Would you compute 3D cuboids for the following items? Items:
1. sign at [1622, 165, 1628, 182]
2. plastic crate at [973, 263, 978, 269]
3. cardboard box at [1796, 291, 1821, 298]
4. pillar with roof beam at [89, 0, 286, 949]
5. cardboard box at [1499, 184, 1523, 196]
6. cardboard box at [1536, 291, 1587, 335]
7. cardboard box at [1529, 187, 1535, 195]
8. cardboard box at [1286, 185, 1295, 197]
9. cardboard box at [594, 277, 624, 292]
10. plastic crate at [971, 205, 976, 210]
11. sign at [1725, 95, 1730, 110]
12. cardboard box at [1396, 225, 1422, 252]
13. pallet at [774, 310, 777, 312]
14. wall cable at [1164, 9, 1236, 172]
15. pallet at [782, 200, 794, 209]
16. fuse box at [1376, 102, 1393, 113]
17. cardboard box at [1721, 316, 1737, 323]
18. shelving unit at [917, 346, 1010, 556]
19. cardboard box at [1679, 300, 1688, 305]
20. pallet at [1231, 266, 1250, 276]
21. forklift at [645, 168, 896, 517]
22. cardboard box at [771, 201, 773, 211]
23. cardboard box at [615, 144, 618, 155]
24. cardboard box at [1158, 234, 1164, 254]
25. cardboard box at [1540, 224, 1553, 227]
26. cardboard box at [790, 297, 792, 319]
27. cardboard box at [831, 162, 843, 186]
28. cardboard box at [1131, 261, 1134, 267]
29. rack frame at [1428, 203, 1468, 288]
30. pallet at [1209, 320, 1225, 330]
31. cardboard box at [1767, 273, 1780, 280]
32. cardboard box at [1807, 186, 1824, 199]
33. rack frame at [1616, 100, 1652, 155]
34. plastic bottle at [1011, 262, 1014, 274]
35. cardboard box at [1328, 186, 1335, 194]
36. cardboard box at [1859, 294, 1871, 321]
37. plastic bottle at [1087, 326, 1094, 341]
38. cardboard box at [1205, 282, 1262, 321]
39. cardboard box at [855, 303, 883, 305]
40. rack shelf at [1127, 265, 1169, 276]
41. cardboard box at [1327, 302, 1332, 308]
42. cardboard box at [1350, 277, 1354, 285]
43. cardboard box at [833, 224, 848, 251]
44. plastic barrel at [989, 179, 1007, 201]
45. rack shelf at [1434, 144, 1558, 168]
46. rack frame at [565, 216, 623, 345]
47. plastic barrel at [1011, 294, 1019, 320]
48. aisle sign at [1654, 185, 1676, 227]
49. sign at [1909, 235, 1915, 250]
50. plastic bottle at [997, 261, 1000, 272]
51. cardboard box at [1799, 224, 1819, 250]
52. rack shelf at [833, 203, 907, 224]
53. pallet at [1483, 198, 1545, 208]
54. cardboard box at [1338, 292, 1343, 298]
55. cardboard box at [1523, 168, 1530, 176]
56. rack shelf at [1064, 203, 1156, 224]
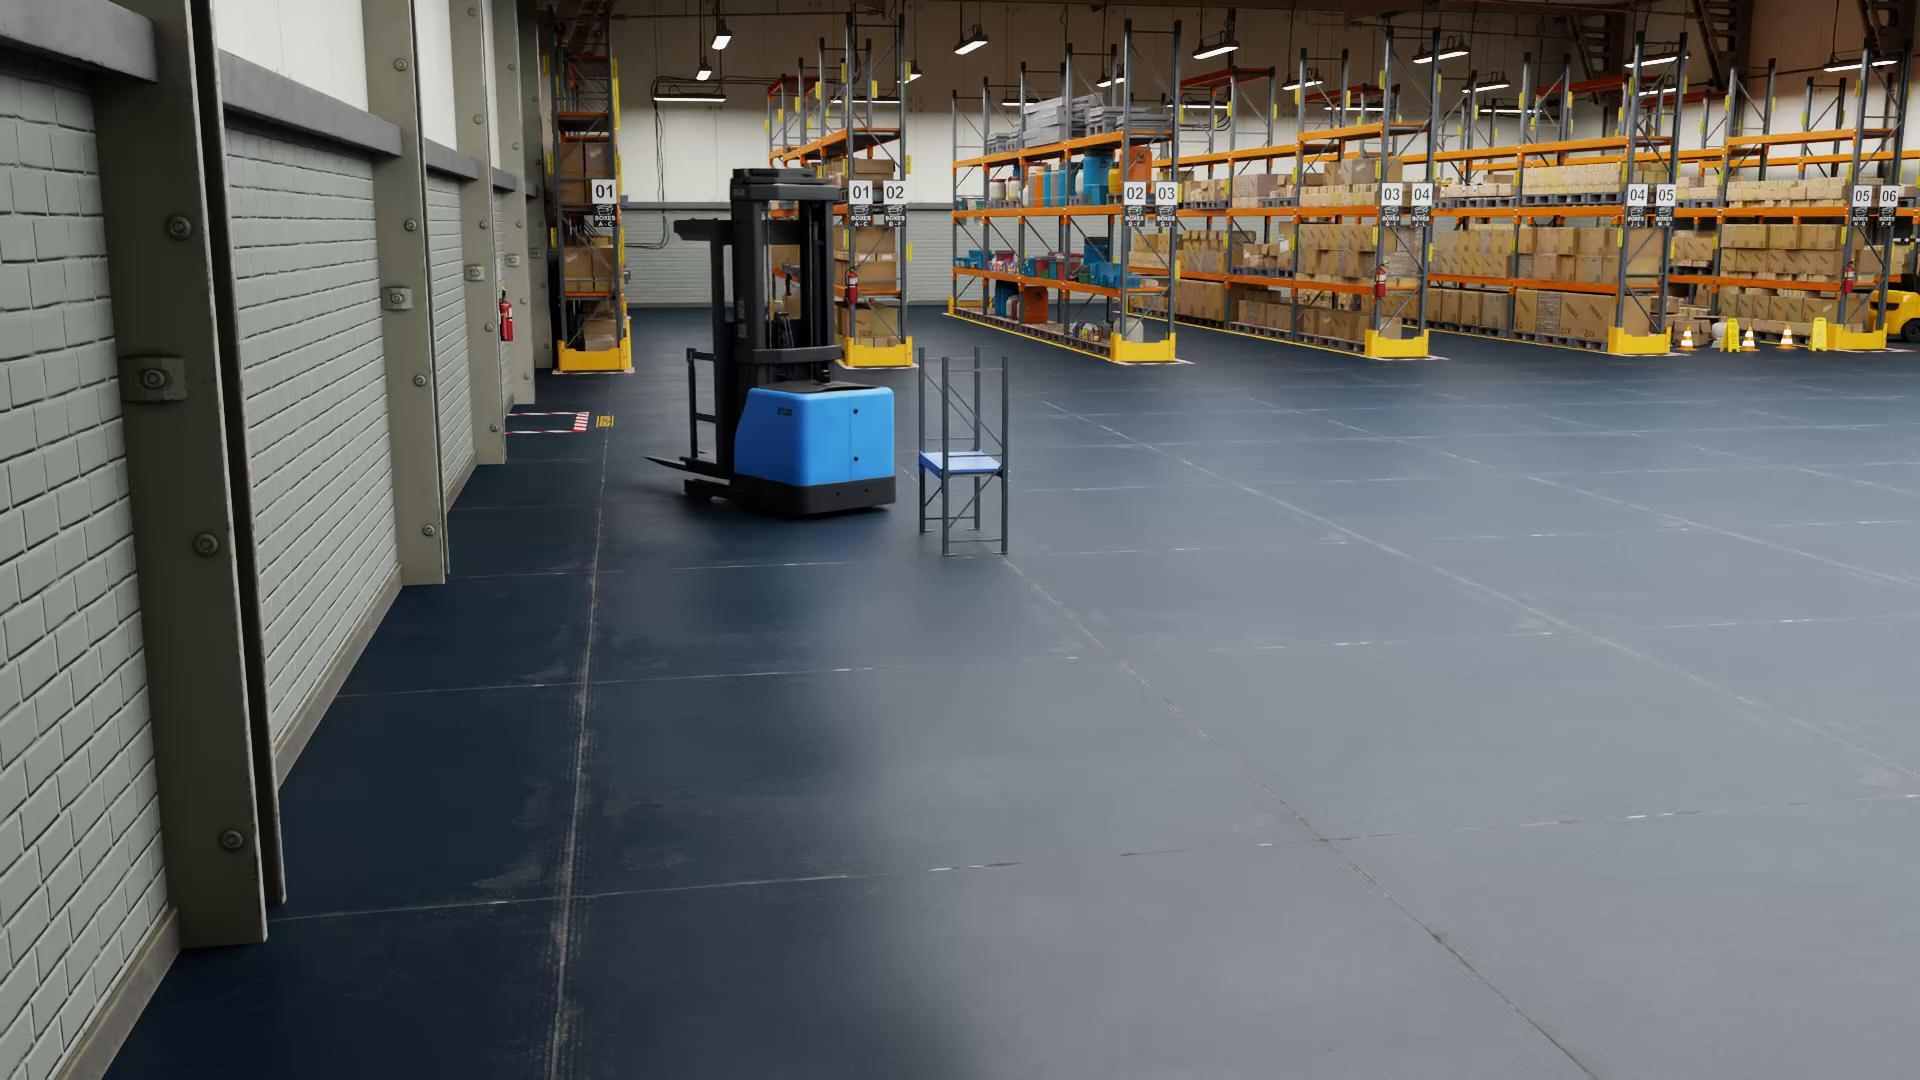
[{"bbox_3d":[12.621,-6.958,31.554,0.100,0.325,0.005,-2,11,-11],"label":"sign"},{"bbox_3d":[0.598,-7.055,42.815,0.437,0.125,0.590,-2,11,-11],"label":"plastic crate"},{"bbox_3d":[17.443,-5.049,34.194,0.380,0.149,0.250,-2,11,-9],"label":"cardboard box"},{"bbox_3d":[1.601,-3.203,5.955,9.100,9.000,0.400,-2,11,-11],"label":"pillar with roof beam"},{"bbox_3d":[12.084,-7.619,36.190,0.500,0.250,0.500,-2,11,-10],"label":"cardboard box"},{"bbox_3d":[12.611,-4.719,34.527,0.875,0.875,0.875,-2,11,-11],"label":"cardboard box"},{"bbox_3d":[12.168,-7.319,34.884,0.380,0.149,0.250,-2,11,-11],"label":"cardboard box"},{"bbox_3d":[7.212,-7.460,35.584,0.396,0.266,0.258,-2,11,-9],"label":"cardboard box"},{"bbox_3d":[-6.088,-4.441,28.854,0.500,0.250,0.500,-2,11,-13],"label":"cardboard box"},{"bbox_3d":[0.458,-8.528,42.664,0.293,0.136,0.466,-2,11,-11],"label":"plastic crate"},{"bbox_3d":[16.671,-9.501,36.123,0.100,0.325,0.005,-2,11,-11],"label":"sign"},{"bbox_3d":[8.432,-5.741,31.602,0.500,0.500,0.500,-2,11,-11],"label":"cardboard box"},{"bbox_3d":[-4.388,-5.989,44.098,1.003,0.211,1.213,-2,11,-11],"label":"pallet"},{"bbox_3d":[7.441,-13.568,51.813,2.277,5.999,0.120,-2,11,-11],"label":"wall cable"},{"bbox_3d":[-3.518,-7.854,38.921,1.213,0.211,1.003,-2,11,-11],"label":"pallet"},{"bbox_3d":[13.518,-13.777,52.956,0.513,0.334,0.176,-2,11,-11],"label":"fuse box"},{"bbox_3d":[17.064,-4.776,36.496,0.500,0.250,0.500,-3,11,-14],"label":"cardboard box"},{"bbox_3d":[0.017,-0.721,12.974,0.538,1.500,1.048,-2,11,-11],"label":"shelving unit"},{"bbox_3d":[20.130,-6.584,46.267,0.380,0.149,0.250,-2,11,-13],"label":"cardboard box"},{"bbox_3d":[6.959,-6.190,38.211,1.213,0.211,1.003,-2,11,-11],"label":"pallet"},{"bbox_3d":[-1.879,-1.856,15.110,1.130,2.935,3.031,-9,14,-38],"label":"forklift"},{"bbox_3d":[-4.708,-8.815,43.869,0.500,0.250,0.500,-2,11,-11],"label":"cardboard box"},{"bbox_3d":[-6.190,-6.601,28.836,0.500,0.500,0.500,-2,11,-12],"label":"cardboard box"},{"bbox_3d":[5.492,-7.752,43.505,0.500,0.500,0.500,-2,11,-10],"label":"cardboard box"},{"bbox_3d":[15.851,-8.432,44.797,0.380,0.149,0.250,-2,11,-12],"label":"cardboard box"},{"bbox_3d":[-3.811,-5.579,39.992,0.500,0.500,0.500,-2,11,-10],"label":"cardboard box"},{"bbox_3d":[-2.028,-6.811,31.162,0.797,0.503,0.637,-1,11,-5],"label":"cardboard box"},{"bbox_3d":[4.956,-7.631,45.939,0.380,0.149,0.250,-2,11,-12],"label":"cardboard box"},{"bbox_3d":[11.600,-6.573,39.709,1.000,3.000,0.127,-2,11,-11],"label":"rack frame"},{"bbox_3d":[6.636,-5.189,39.894,1.003,0.211,1.213,-2,11,-11],"label":"pallet"},{"bbox_3d":[17.277,-5.565,35.085,0.380,0.149,0.250,-2,11,-11],"label":"cardboard box"},{"bbox_3d":[17.545,-7.027,33.679,0.500,0.250,0.500,-2,11,-12],"label":"cardboard box"},{"bbox_3d":[19.748,-11.367,48.852,1.000,3.000,0.127,-2,11,-11],"label":"rack frame"},{"bbox_3d":[1.235,-6.362,38.945,0.097,0.271,0.097,0,11,0],"label":"plastic bottle"},{"bbox_3d":[7.545,-6.965,33.079,0.380,0.149,0.250,-2,11,-12],"label":"cardboard box"},{"bbox_3d":[21.826,-5.497,39.283,0.875,0.625,0.625,-2,11,-12],"label":"cardboard box"},{"bbox_3d":[2.577,-4.036,32.485,0.152,0.276,0.135,-2,11,-13],"label":"plastic bottle"},{"bbox_3d":[6.602,-5.701,39.687,1.225,0.875,0.875,-3,11,-14],"label":"cardboard box"},{"bbox_3d":[-1.733,-4.281,31.893,0.500,0.500,0.500,-2,11,-11],"label":"cardboard box"},{"bbox_3d":[5.548,-7.158,44.708,1.077,0.370,4.000,-2,11,-11],"label":"rack shelf"},{"bbox_3d":[10.226,-6.412,45.365,0.380,0.149,0.250,-2,11,-10],"label":"cardboard box"},{"bbox_3d":[7.825,-5.049,32.374,0.380,0.149,0.250,-2,11,-11],"label":"cardboard box"},{"bbox_3d":[-2.132,-5.923,32.558,0.700,0.500,0.500,-2,11,-11],"label":"cardboard box"},{"bbox_3d":[0.936,-8.606,40.880,0.433,0.535,0.433,0,11,0],"label":"plastic barrel"},{"bbox_3d":[11.989,-8.604,37.326,1.077,0.370,4.000,-2,11,-11],"label":"rack shelf"},{"bbox_3d":[-7.083,-5.137,32.165,1.000,3.000,0.127,-2,11,-11],"label":"rack frame"},{"bbox_3d":[1.526,-5.549,39.655,0.600,0.588,0.708,-2,11,-11],"label":"plastic barrel"},{"bbox_3d":[13.464,-6.381,31.746,0.394,0.787,0.004,-2,11,-11],"label":"aisle sign"},{"bbox_3d":[21.552,-6.728,37.636,0.100,0.325,0.005,-2,11,-11],"label":"sign"},{"bbox_3d":[0.976,-6.635,40.368,0.152,0.276,0.135,-2,11,-11],"label":"plastic bottle"},{"bbox_3d":[17.588,-6.170,33.853,0.700,0.500,0.500,-2,11,-10],"label":"cardboard box"},{"bbox_3d":[-1.835,-6.072,30.975,1.077,0.370,4.000,-2,11,-11],"label":"rack shelf"},{"bbox_3d":[12.152,-7.385,36.466,0.805,0.209,1.217,-3,11,-13],"label":"pallet"},{"bbox_3d":[10.354,-6.552,44.506,0.380,0.149,0.250,-2,11,-12],"label":"cardboard box"},{"bbox_3d":[12.116,-7.758,35.059,0.380,0.149,0.250,-2,11,-10],"label":"cardboard box"},{"bbox_3d":[3.024,-6.251,31.918,1.077,0.370,4.000,-2,11,-11],"label":"rack shelf"}]
